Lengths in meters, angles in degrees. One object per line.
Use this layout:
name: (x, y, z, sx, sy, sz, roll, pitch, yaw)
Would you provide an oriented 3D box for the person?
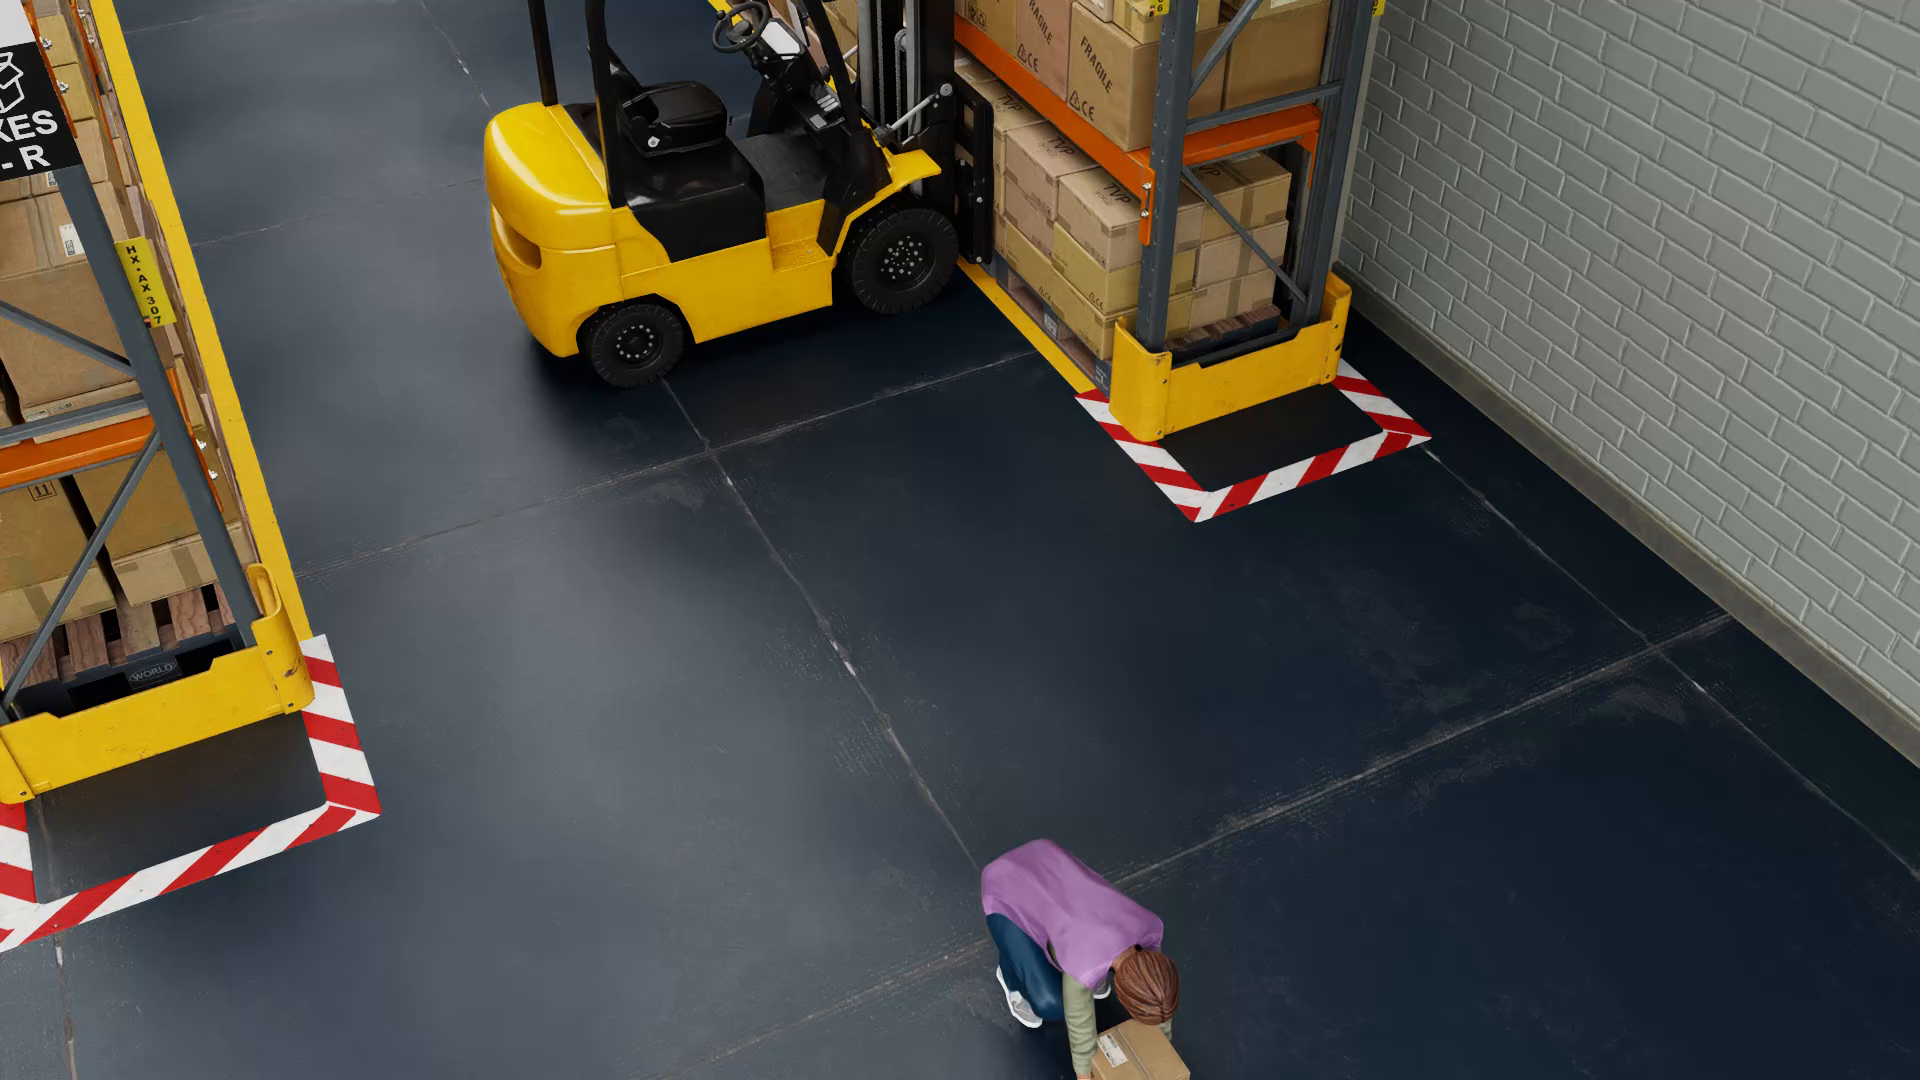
person: (0.382, 1.366, 5.364, 0.428, 0.729, 0.848, -20, 46, -21)
